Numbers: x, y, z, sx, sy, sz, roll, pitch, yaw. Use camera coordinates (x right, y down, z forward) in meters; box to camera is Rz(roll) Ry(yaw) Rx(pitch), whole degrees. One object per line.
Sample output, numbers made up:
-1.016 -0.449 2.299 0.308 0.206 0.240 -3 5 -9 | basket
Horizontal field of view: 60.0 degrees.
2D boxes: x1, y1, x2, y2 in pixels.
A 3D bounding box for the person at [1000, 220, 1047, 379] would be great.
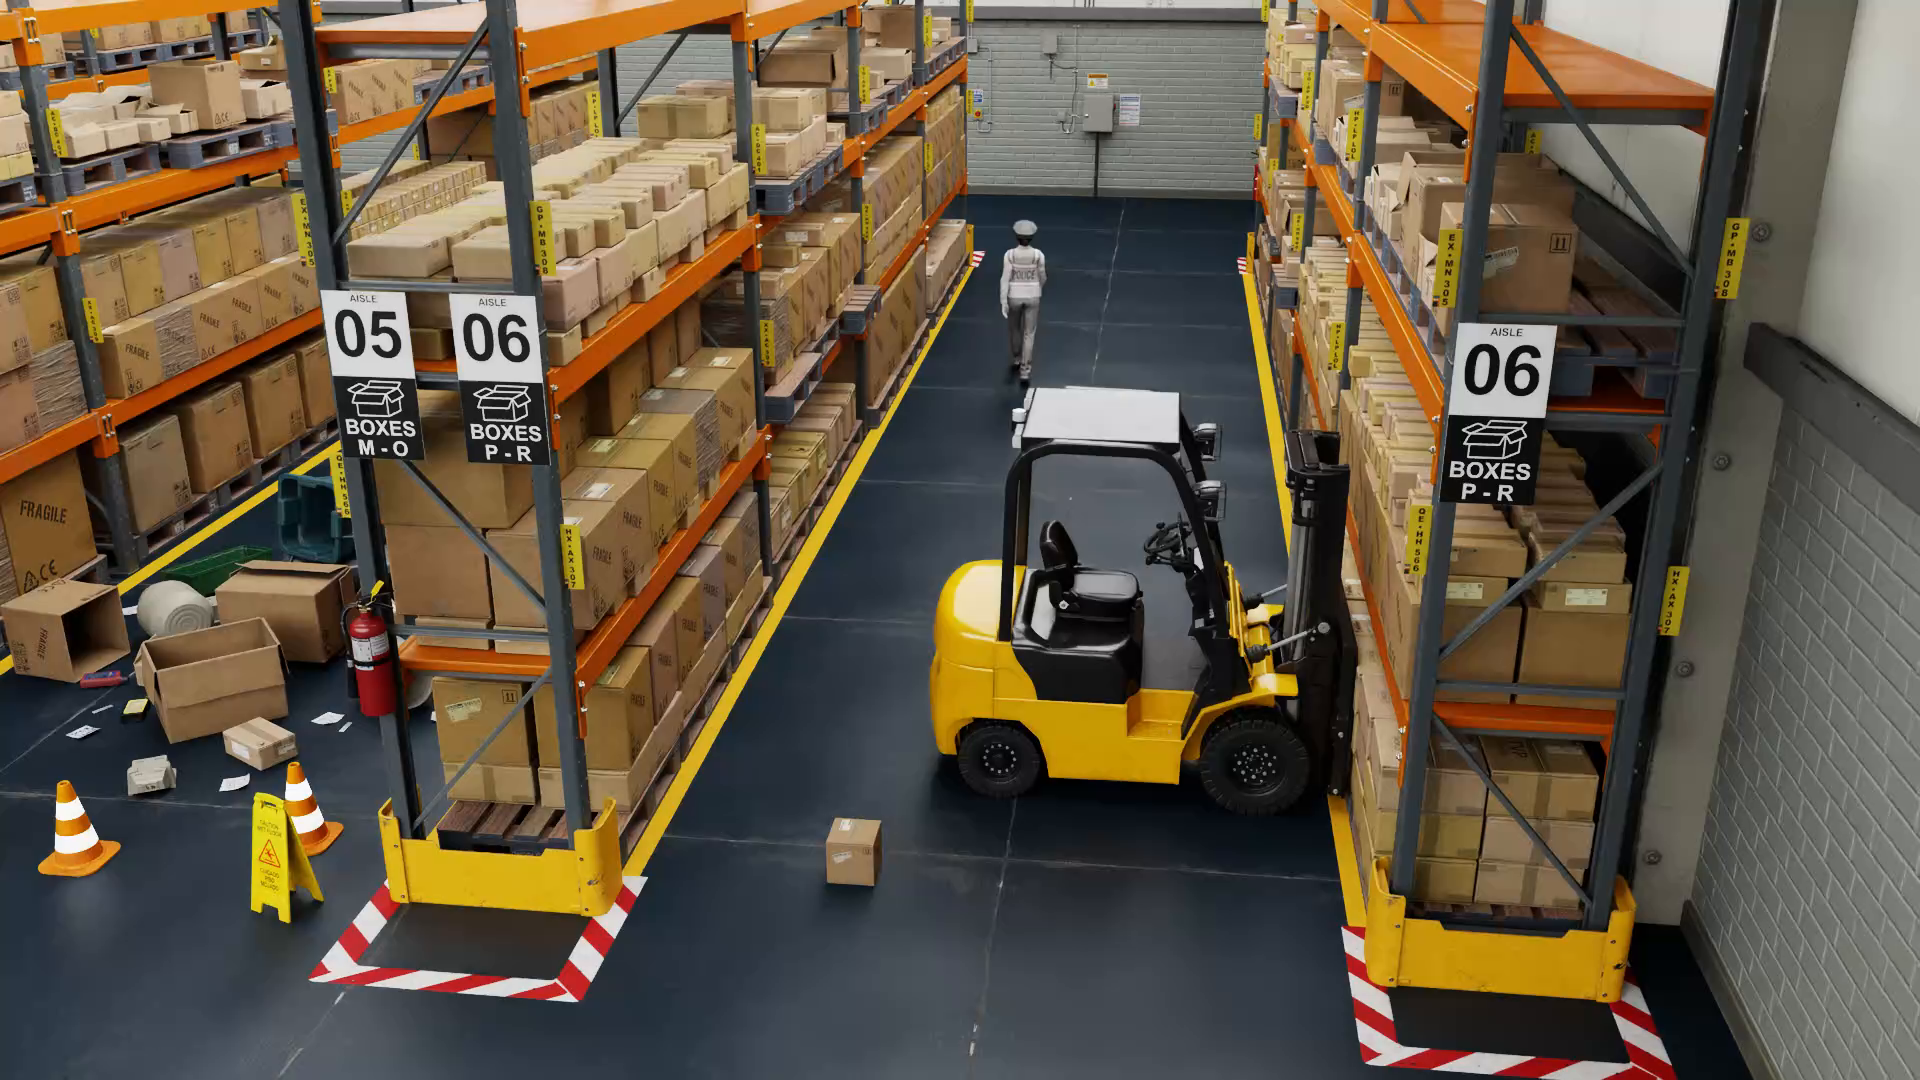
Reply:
0.677 -2.584 17.634 0.475 1.628 0.998 3 21 7 | person
